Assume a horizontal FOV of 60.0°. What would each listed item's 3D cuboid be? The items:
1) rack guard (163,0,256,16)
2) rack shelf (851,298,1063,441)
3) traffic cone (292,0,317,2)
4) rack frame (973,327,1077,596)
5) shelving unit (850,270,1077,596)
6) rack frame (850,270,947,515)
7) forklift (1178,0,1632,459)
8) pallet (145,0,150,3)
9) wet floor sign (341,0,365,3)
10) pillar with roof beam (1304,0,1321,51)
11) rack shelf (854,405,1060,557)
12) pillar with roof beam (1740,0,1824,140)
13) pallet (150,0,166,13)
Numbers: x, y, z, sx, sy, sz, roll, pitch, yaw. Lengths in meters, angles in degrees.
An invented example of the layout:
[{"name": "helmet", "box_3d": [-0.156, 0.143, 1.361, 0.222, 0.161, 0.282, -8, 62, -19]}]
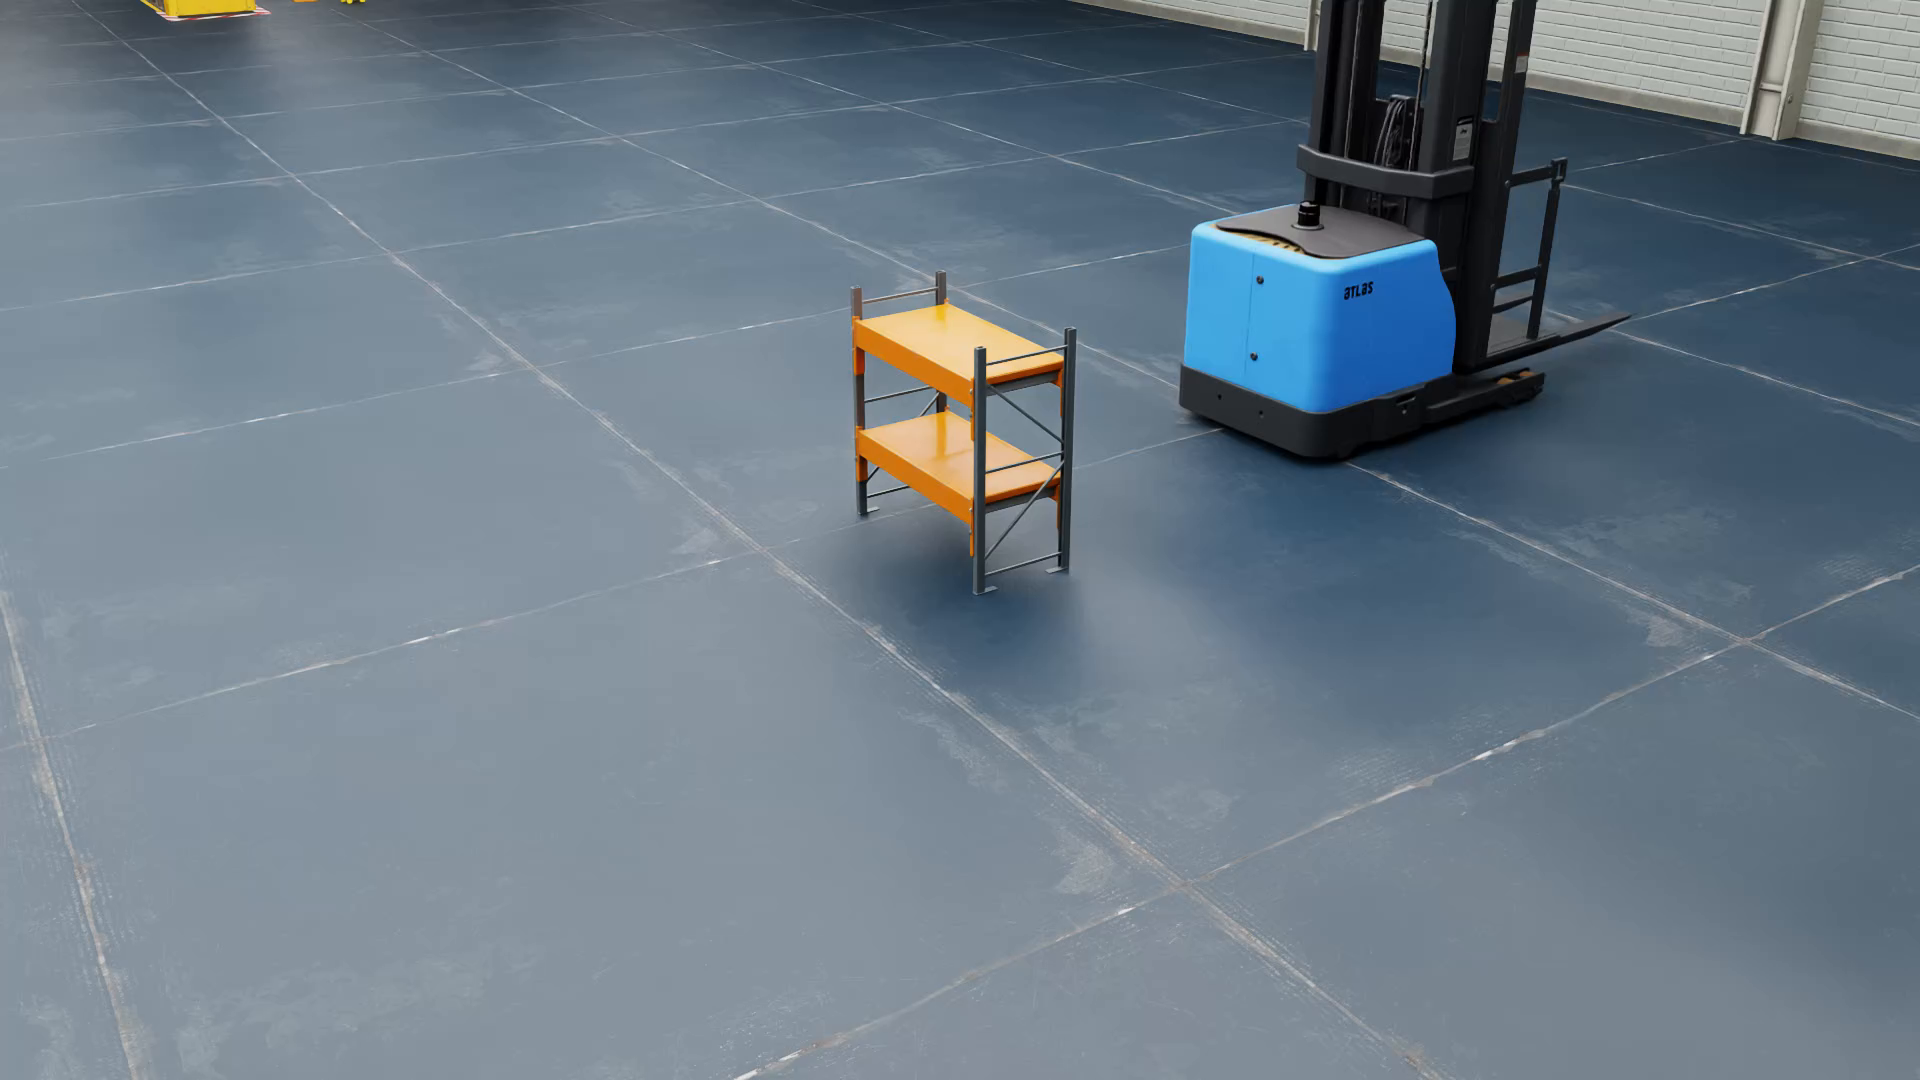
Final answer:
[{"name": "rack guard", "box_3d": [-10.663, -7.749, 23.580, 1.175, 0.500, 0.348, -16, 29, -30]}, {"name": "rack shelf", "box_3d": [-0.004, -0.776, 7.390, 0.538, 0.278, 1.000, -16, 29, -30]}, {"name": "traffic cone", "box_3d": [-9.776, -8.262, 24.709, 0.336, 0.463, 0.334, -16, 29, -30]}, {"name": "rack frame", "box_3d": [0.274, -0.329, 7.130, 0.500, 1.125, 0.032, -16, 29, -30]}, {"name": "shelving unit", "box_3d": [-0.004, -0.511, 7.515, 0.538, 1.125, 1.048, -16, 29, -30]}, {"name": "rack frame", "box_3d": [-0.281, -0.693, 7.900, 0.500, 1.125, 0.032, -16, 29, -30]}, {"name": "forklift", "box_3d": [2.690, -2.228, 9.037, 3.031, 2.935, 1.130, -18, 31, -33]}, {"name": "pallet", "box_3d": [-11.840, -8.331, 25.150, 1.003, 0.211, 1.213, -16, 29, -30]}, {"name": "wet floor sign", "box_3d": [-9.001, -8.275, 24.522, 0.267, 0.644, 0.232, -22, 33, -38]}, {"name": "pillar with roof beam", "box_3d": [0.892, -9.113, 16.512, 9.100, 9.000, 0.400, -16, 29, -30]}, {"name": "rack shelf", "box_3d": [-0.004, -0.290, 7.619, 0.538, 0.278, 1.000, -16, 29, -30]}, {"name": "pillar with roof beam", "box_3d": [4.167, -6.967, 11.966, 9.100, 9.000, 0.400, -16, 29, -30]}, {"name": "pallet", "box_3d": [-11.178, -7.895, 24.227, 1.003, 0.211, 1.213, -16, 29, -30]}]
